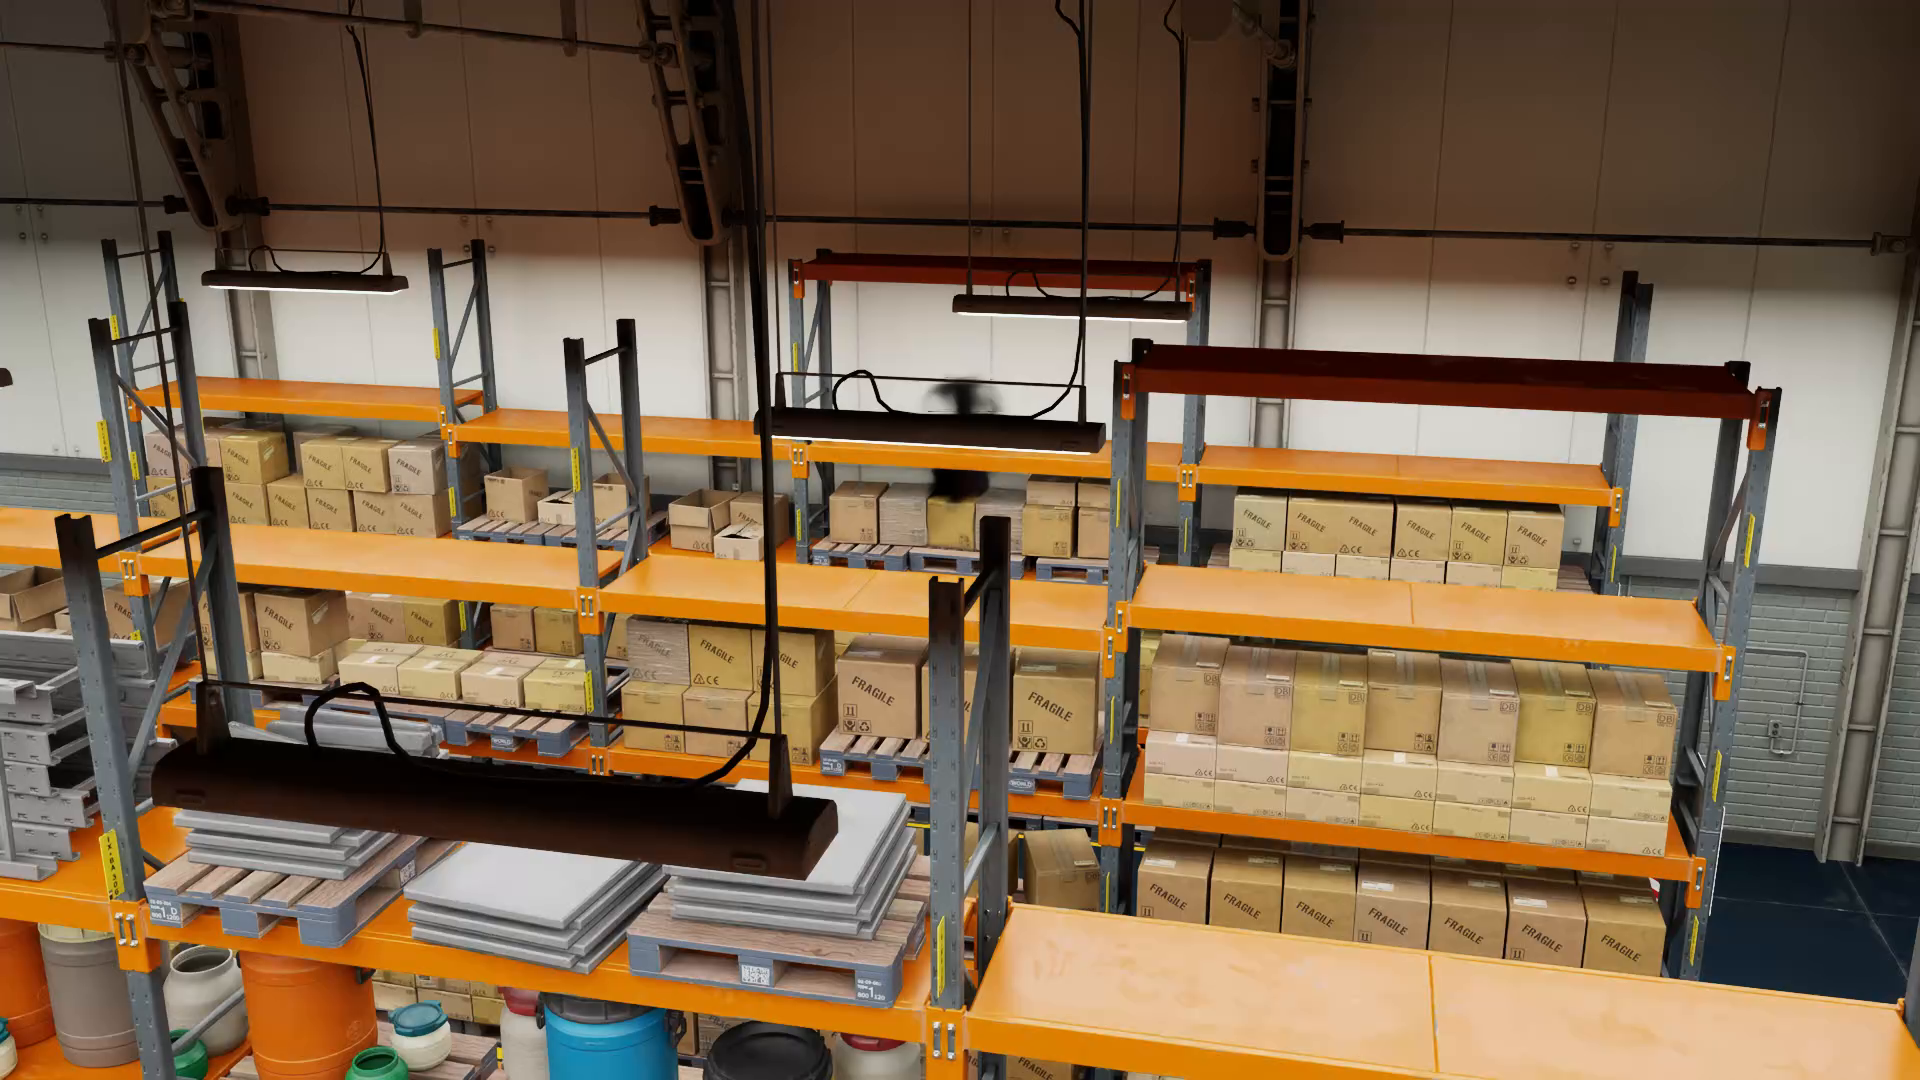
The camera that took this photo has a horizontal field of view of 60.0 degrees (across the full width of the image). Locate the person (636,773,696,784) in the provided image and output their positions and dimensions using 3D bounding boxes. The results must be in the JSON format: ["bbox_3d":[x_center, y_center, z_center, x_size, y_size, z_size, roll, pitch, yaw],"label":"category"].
[{"bbox_3d":[-2.774,2.532,16.876,1.065,1.553,0.671,5,17,16],"label":"person"}]
